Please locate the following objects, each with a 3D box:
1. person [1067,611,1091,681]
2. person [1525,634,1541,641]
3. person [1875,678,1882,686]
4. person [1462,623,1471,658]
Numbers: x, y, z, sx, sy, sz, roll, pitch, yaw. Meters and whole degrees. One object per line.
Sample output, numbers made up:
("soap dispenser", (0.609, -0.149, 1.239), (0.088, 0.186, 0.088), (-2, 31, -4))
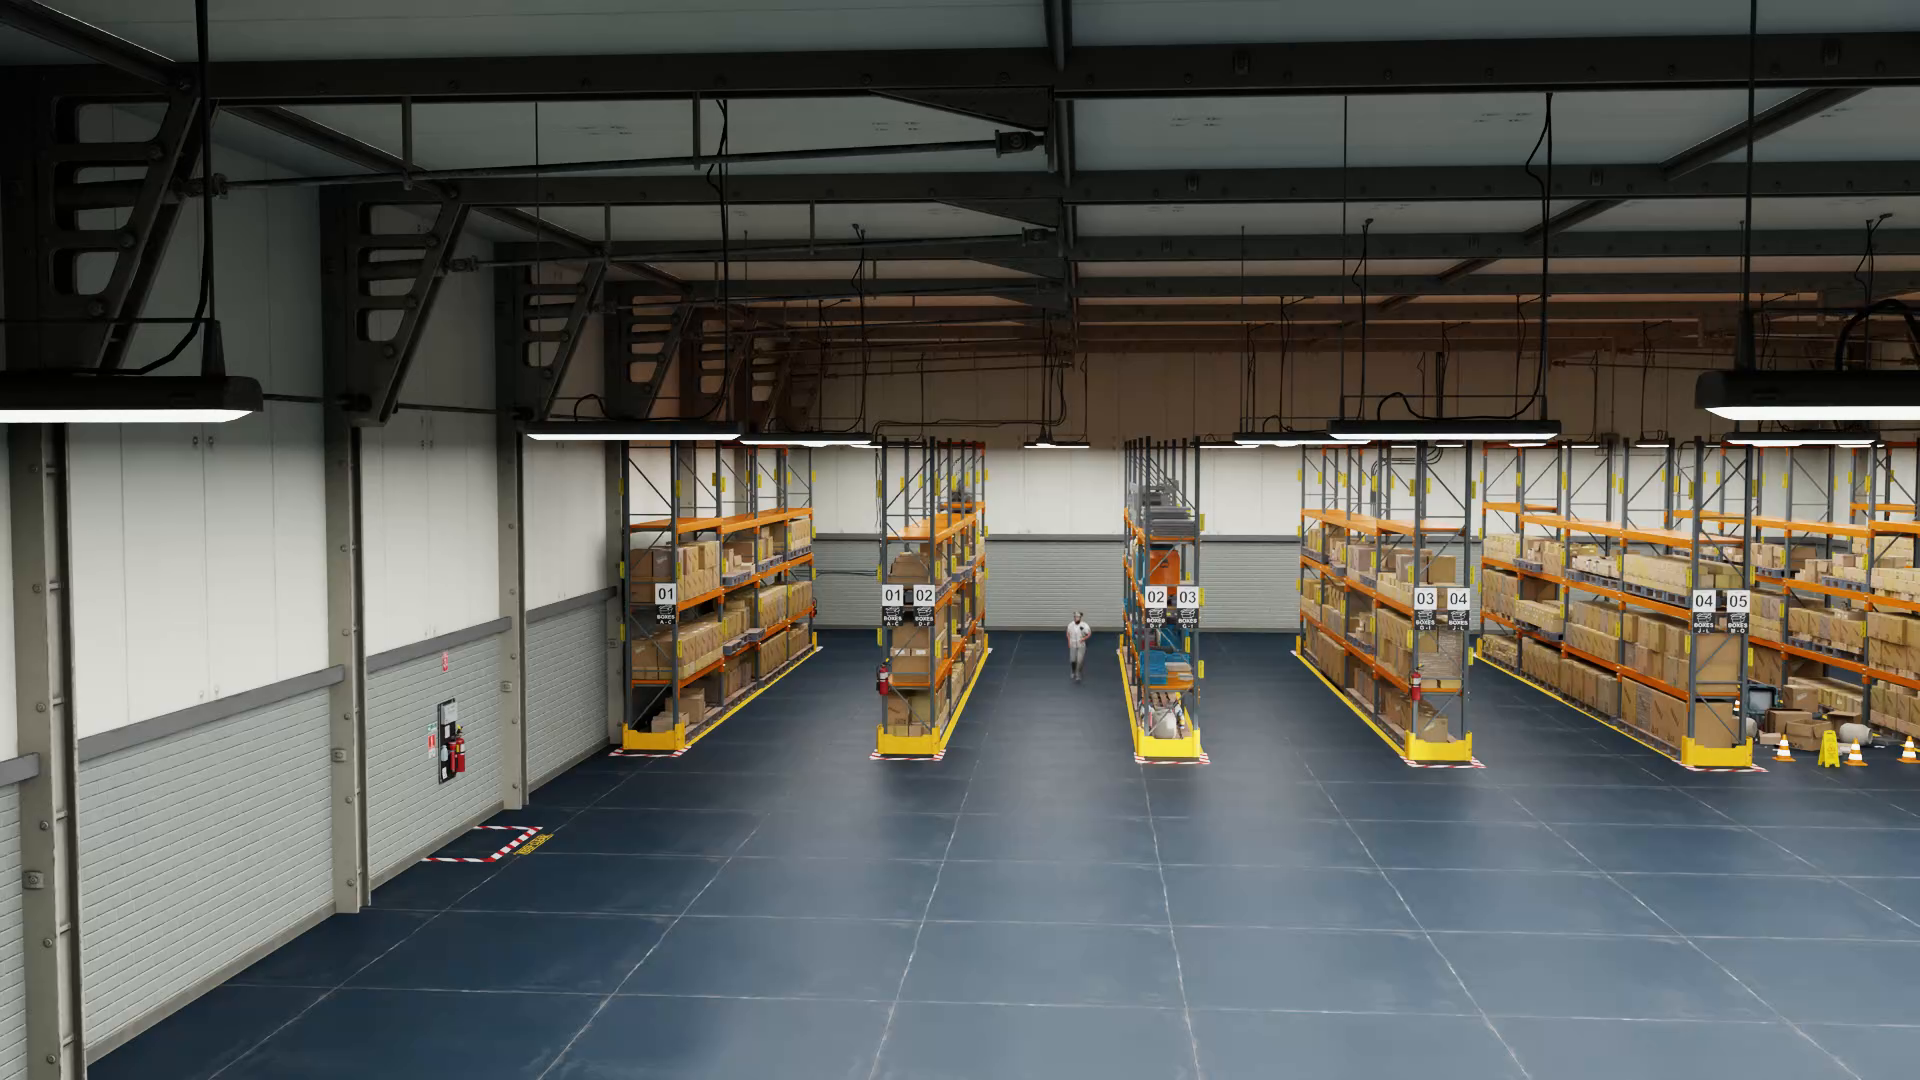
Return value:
("person", (2.930, 2.637, 41.334), (0.644, 1.752, 0.609), (1, 3, 15))
("person", (16.151, 2.385, 46.959), (0.642, 1.619, 0.895), (-1, 3, -24))
("person", (20.761, 2.885, 37.279), (0.641, 1.730, 0.679), (0, 3, 1))
("person", (12.974, 2.547, 43.197), (0.623, 1.689, 0.892), (0, 3, 5))
